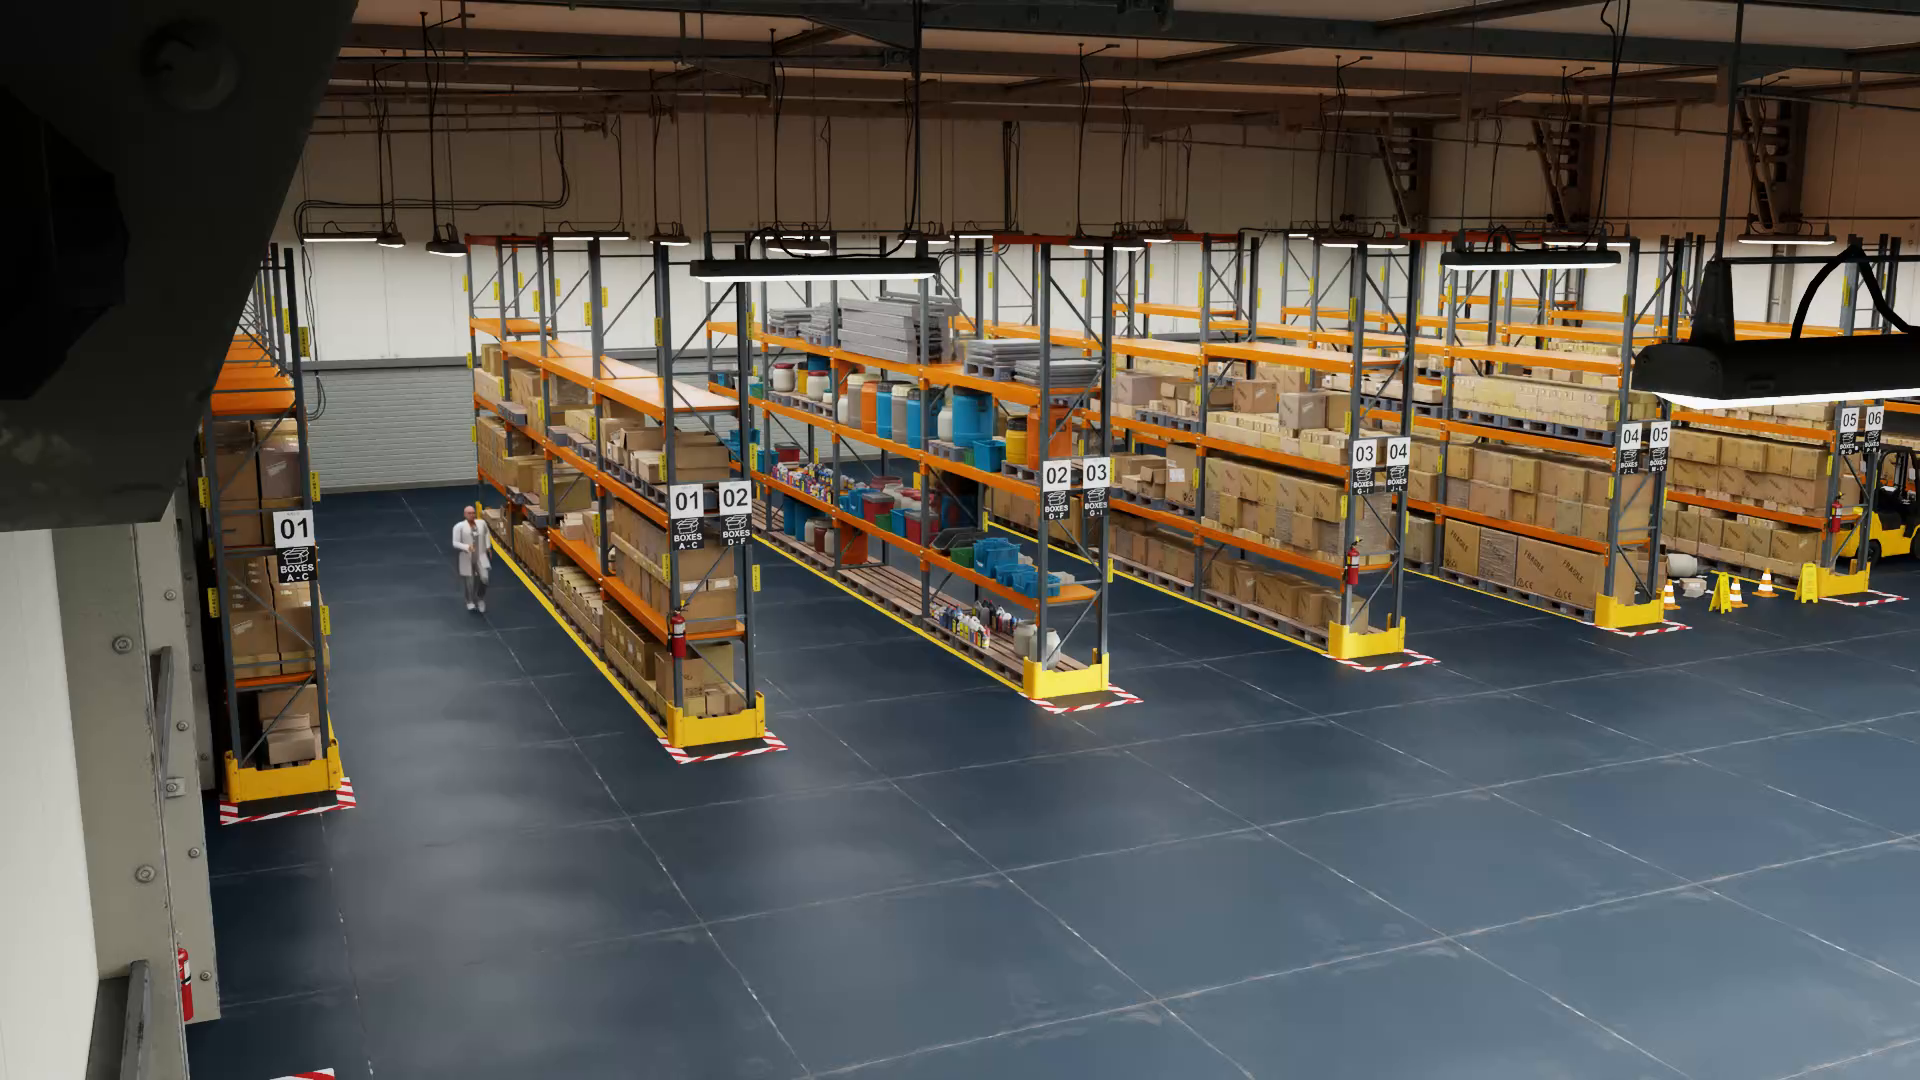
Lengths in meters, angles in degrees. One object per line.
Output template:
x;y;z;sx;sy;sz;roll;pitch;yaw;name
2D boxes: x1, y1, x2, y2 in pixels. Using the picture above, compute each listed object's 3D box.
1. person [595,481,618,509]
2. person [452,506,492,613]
-7.384;-1.120;34.546;0.657;1.763;0.988;-8;13;-35;person
-7.842;0.323;26.840;0.672;1.771;0.816;-6;13;-30;person
